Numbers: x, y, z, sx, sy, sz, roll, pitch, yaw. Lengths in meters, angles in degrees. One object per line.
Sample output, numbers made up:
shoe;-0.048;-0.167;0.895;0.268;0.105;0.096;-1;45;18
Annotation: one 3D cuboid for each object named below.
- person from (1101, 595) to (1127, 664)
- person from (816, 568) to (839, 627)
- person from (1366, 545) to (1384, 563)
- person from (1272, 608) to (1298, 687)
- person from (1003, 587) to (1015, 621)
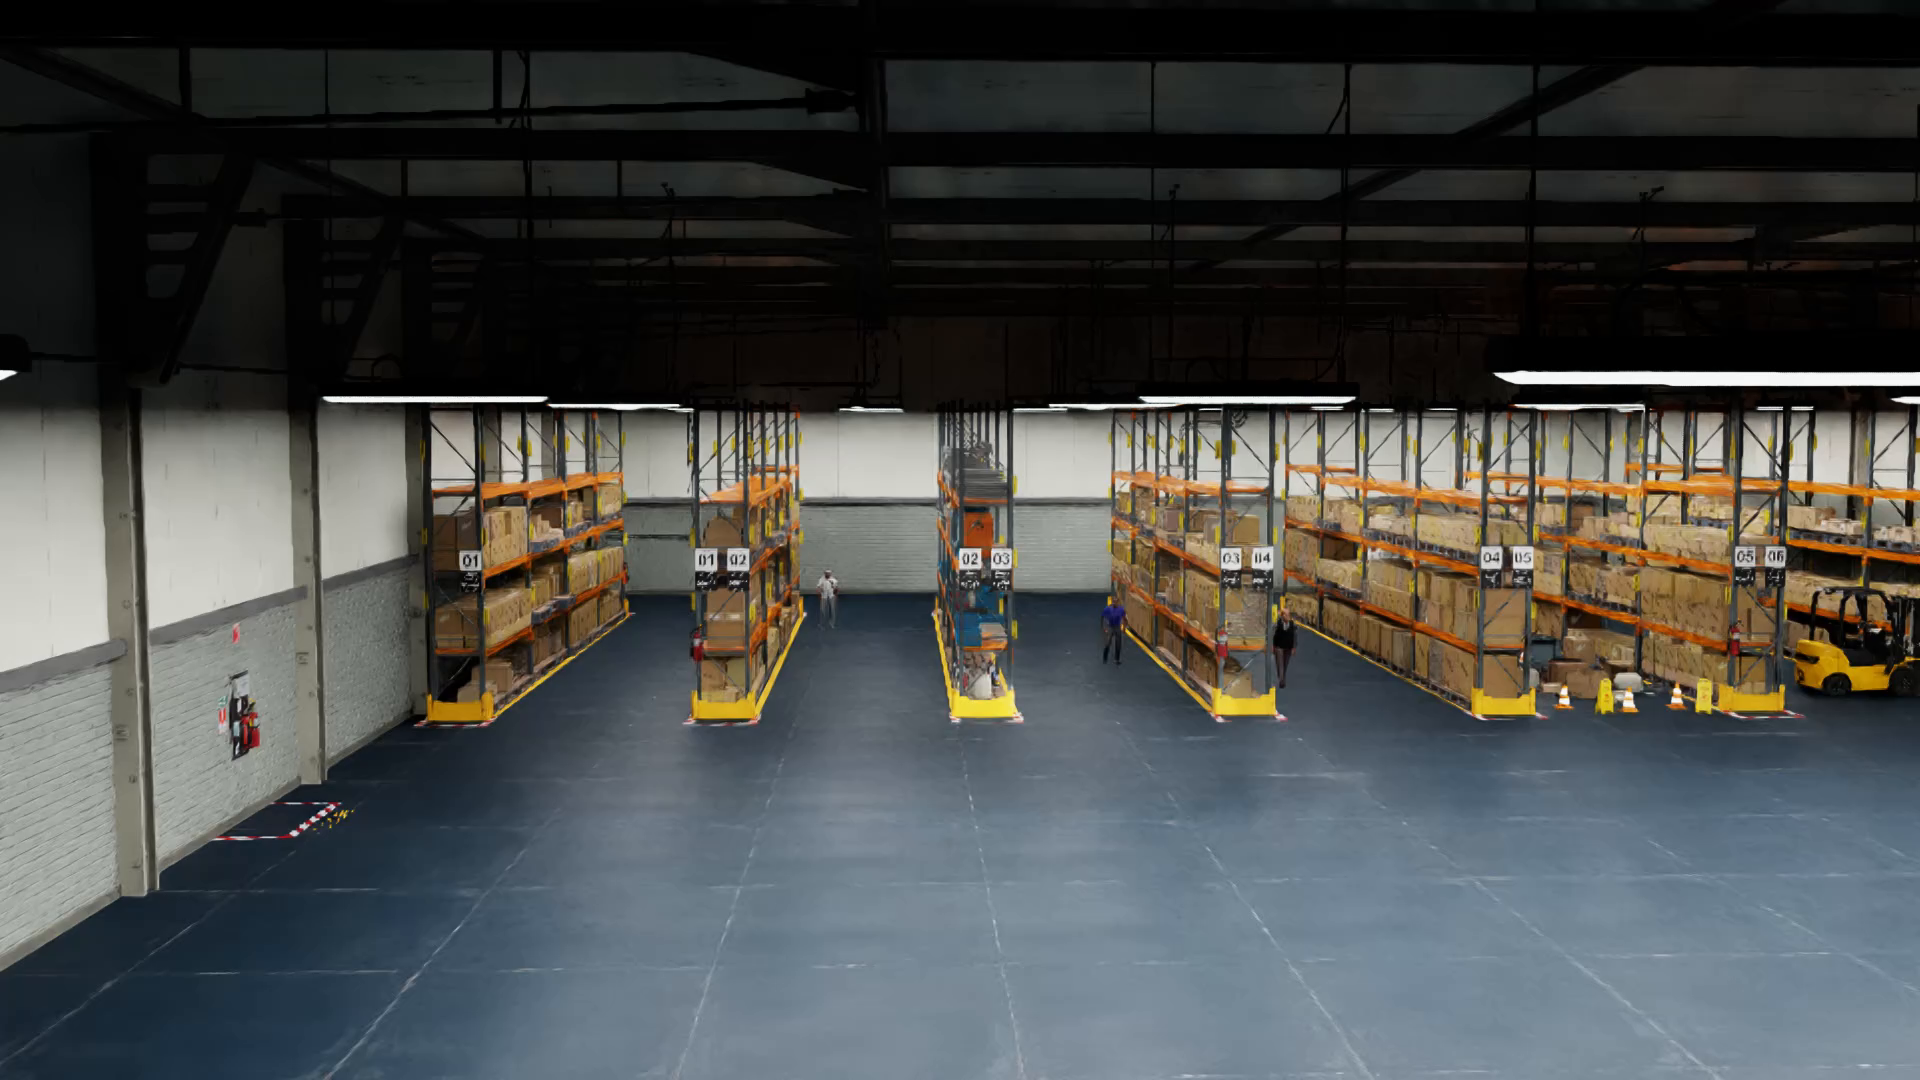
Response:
person;3.513;2.043;38.034;0.592;1.604;0.512;0;4;-4
person;-3.542;1.539;44.500;0.592;1.629;0.532;0;4;-5
person;13.089;0.871;52.327;0.598;1.772;0.577;3;5;33
person;6.832;2.238;34.961;0.543;1.644;1.119;0;4;-4
person;1.190;1.431;45.034;0.580;1.715;1.092;-1;4;-10
